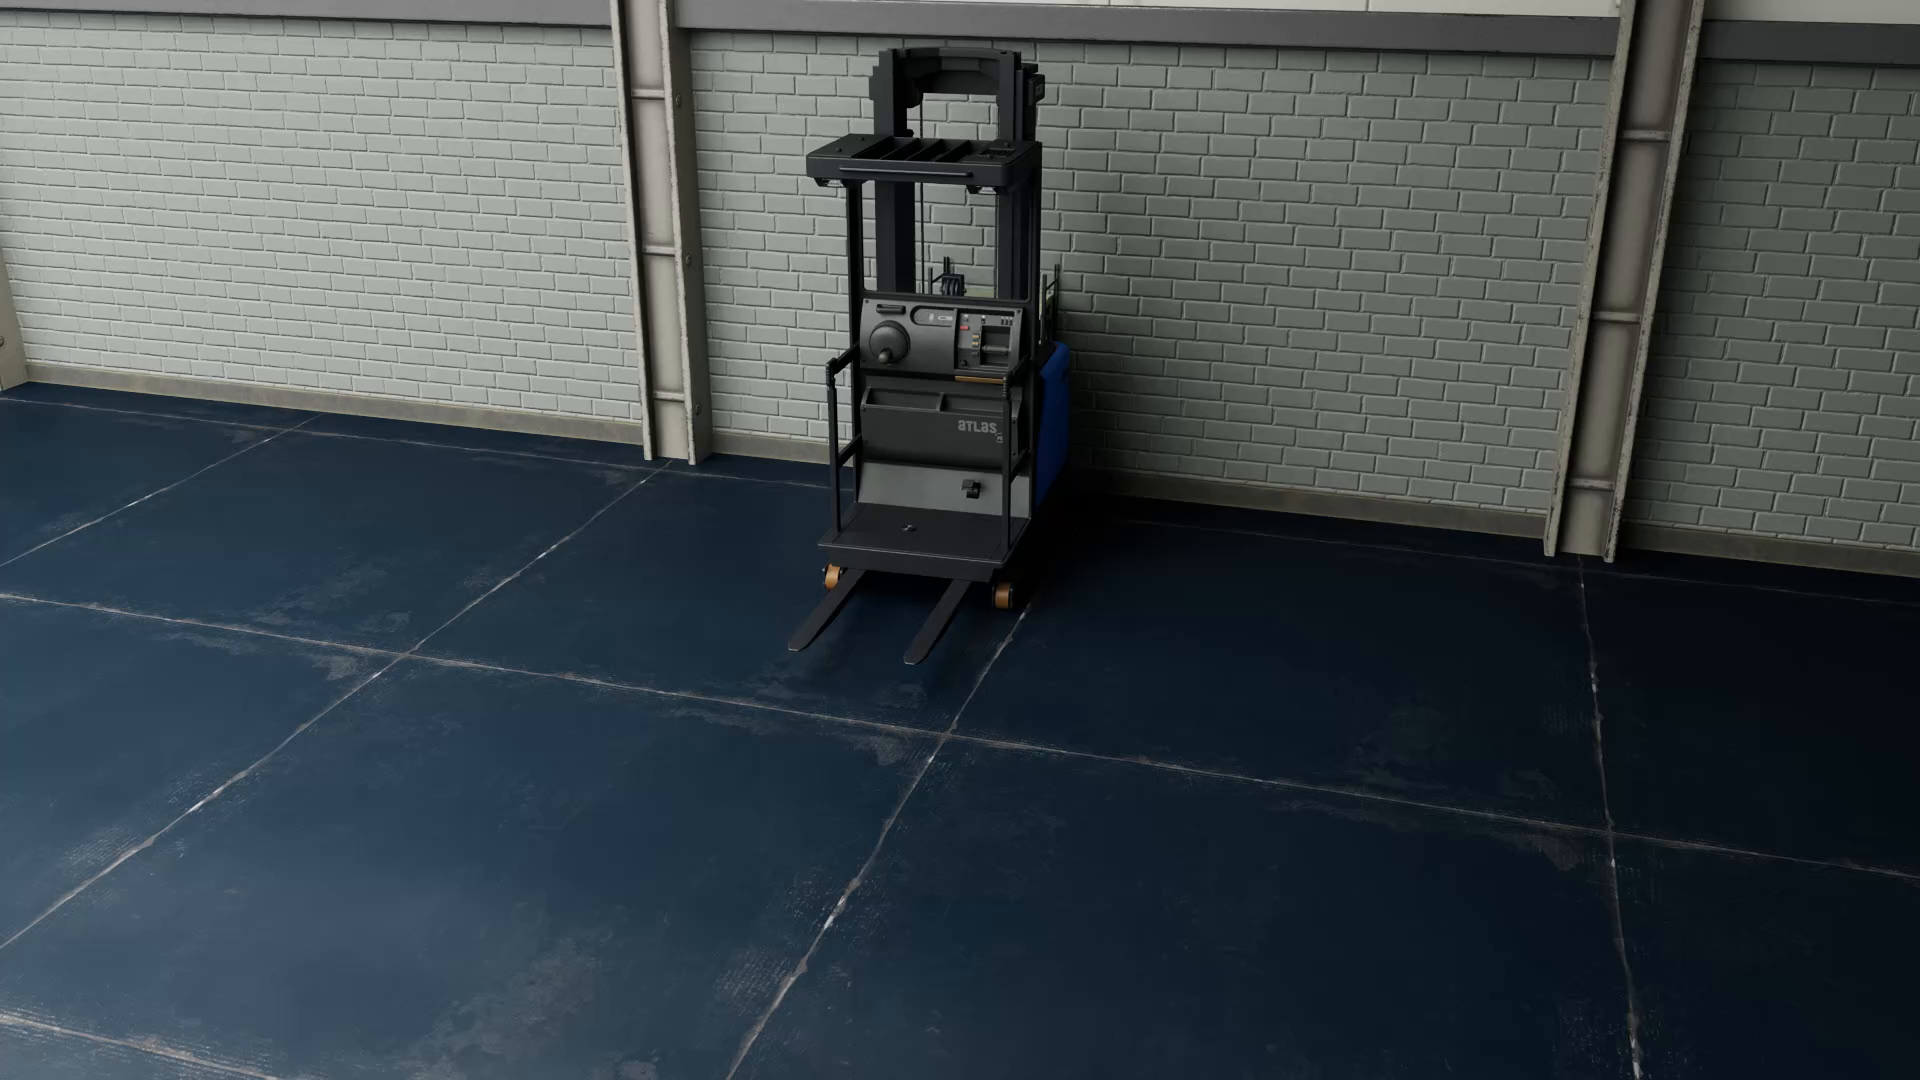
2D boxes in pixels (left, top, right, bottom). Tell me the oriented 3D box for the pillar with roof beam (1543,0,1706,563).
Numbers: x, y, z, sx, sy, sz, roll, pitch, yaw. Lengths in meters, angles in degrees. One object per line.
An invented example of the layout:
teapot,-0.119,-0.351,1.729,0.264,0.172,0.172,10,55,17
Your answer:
pillar with roof beam,2.522,-2.541,4.606,0.400,9.000,9.100,7,23,16

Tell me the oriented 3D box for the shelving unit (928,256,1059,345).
shelving unit,0.206,-1.030,10.755,0.755,1.500,0.431,6,21,14

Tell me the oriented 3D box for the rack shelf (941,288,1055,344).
rack shelf,0.211,-1.396,10.620,0.720,0.370,0.431,6,21,14

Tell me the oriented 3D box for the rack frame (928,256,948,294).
rack frame,-0.148,-1.067,10.843,0.023,1.500,0.400,6,21,14

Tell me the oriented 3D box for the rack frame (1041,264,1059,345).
rack frame,0.559,-0.993,10.668,0.023,1.500,0.400,6,21,14

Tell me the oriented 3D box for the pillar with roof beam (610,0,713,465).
pillar with roof beam,-3.222,-3.198,6.209,0.400,9.000,9.100,7,23,16

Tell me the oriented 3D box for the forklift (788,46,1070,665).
forklift,-0.159,-1.124,9.149,1.130,2.935,3.031,6,23,13

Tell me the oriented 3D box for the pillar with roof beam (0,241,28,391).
pillar with roof beam,-8.966,-3.856,7.813,0.400,9.000,9.100,7,23,16
